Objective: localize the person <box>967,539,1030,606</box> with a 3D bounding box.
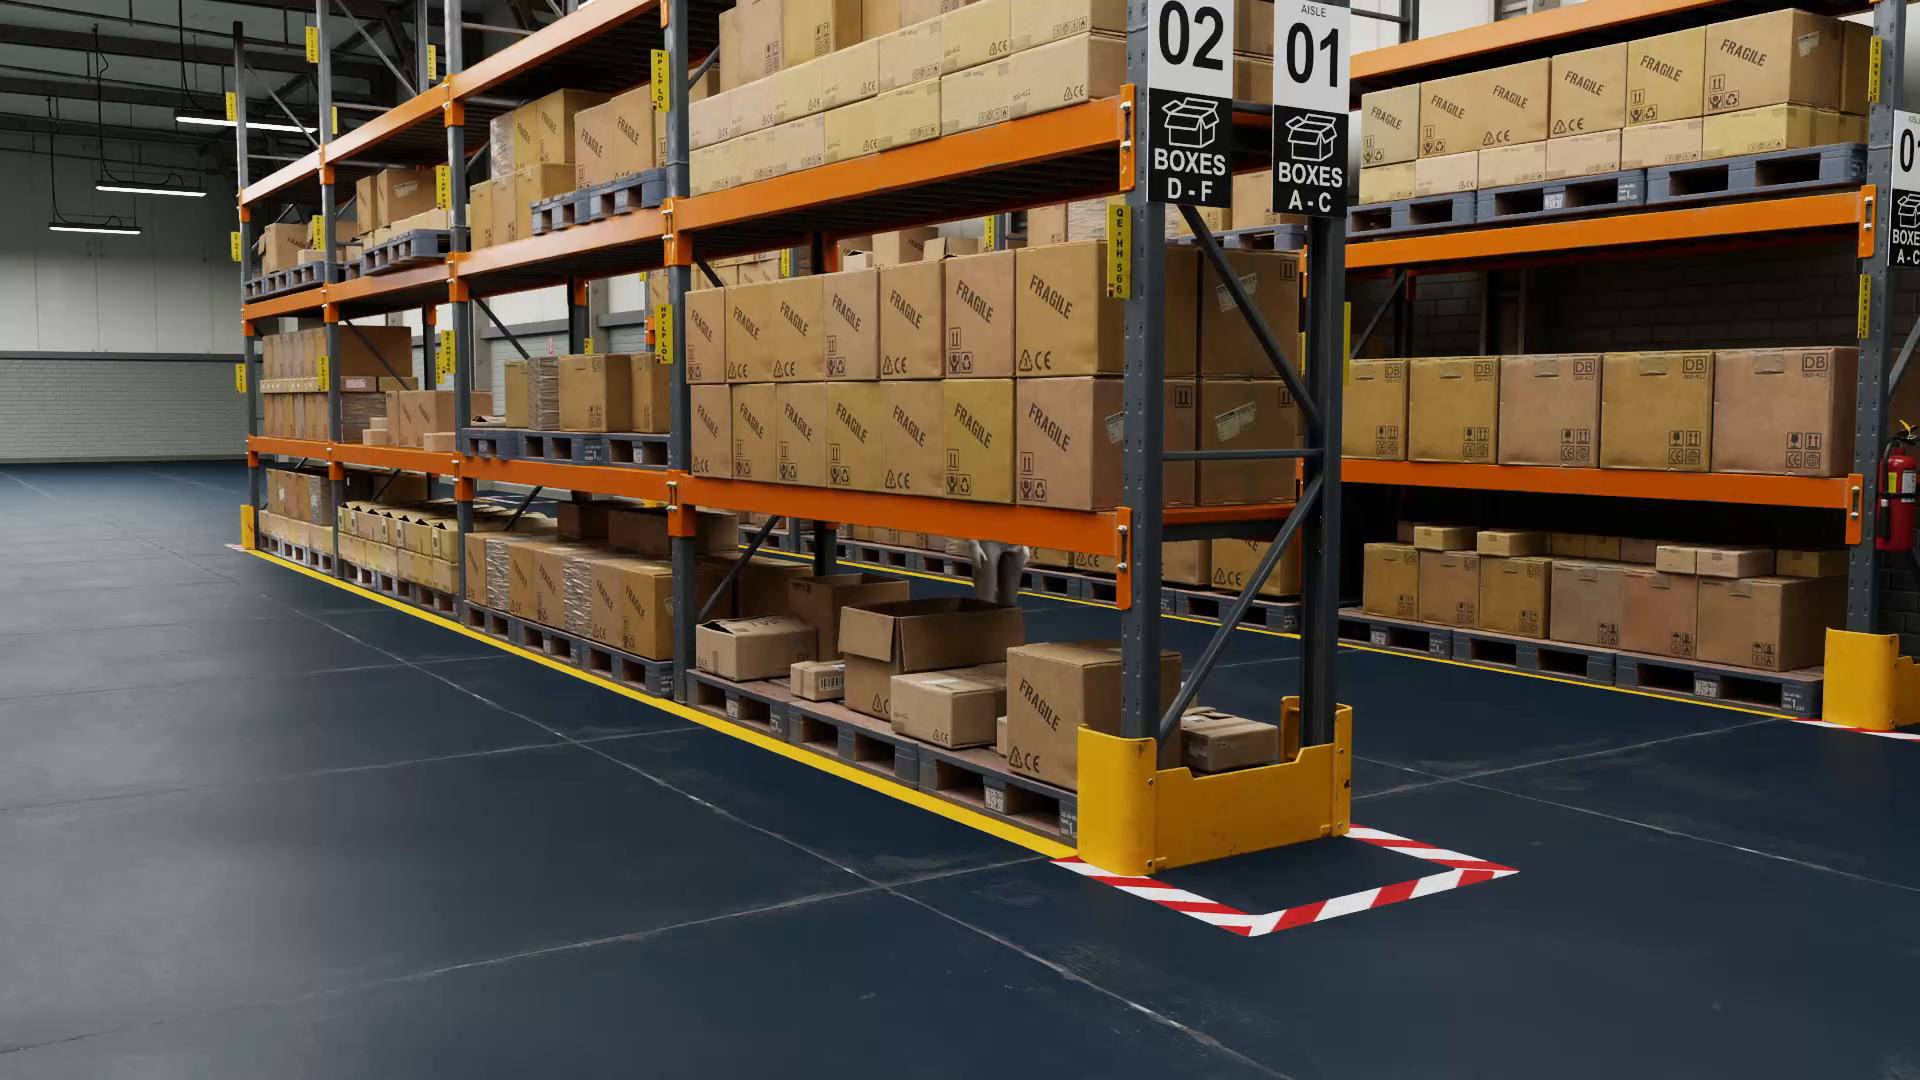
[{"bbox_3d":[0.234,0.037,10.272,0.466,1.722,0.357,-3,6,-32],"label":"person"}]
